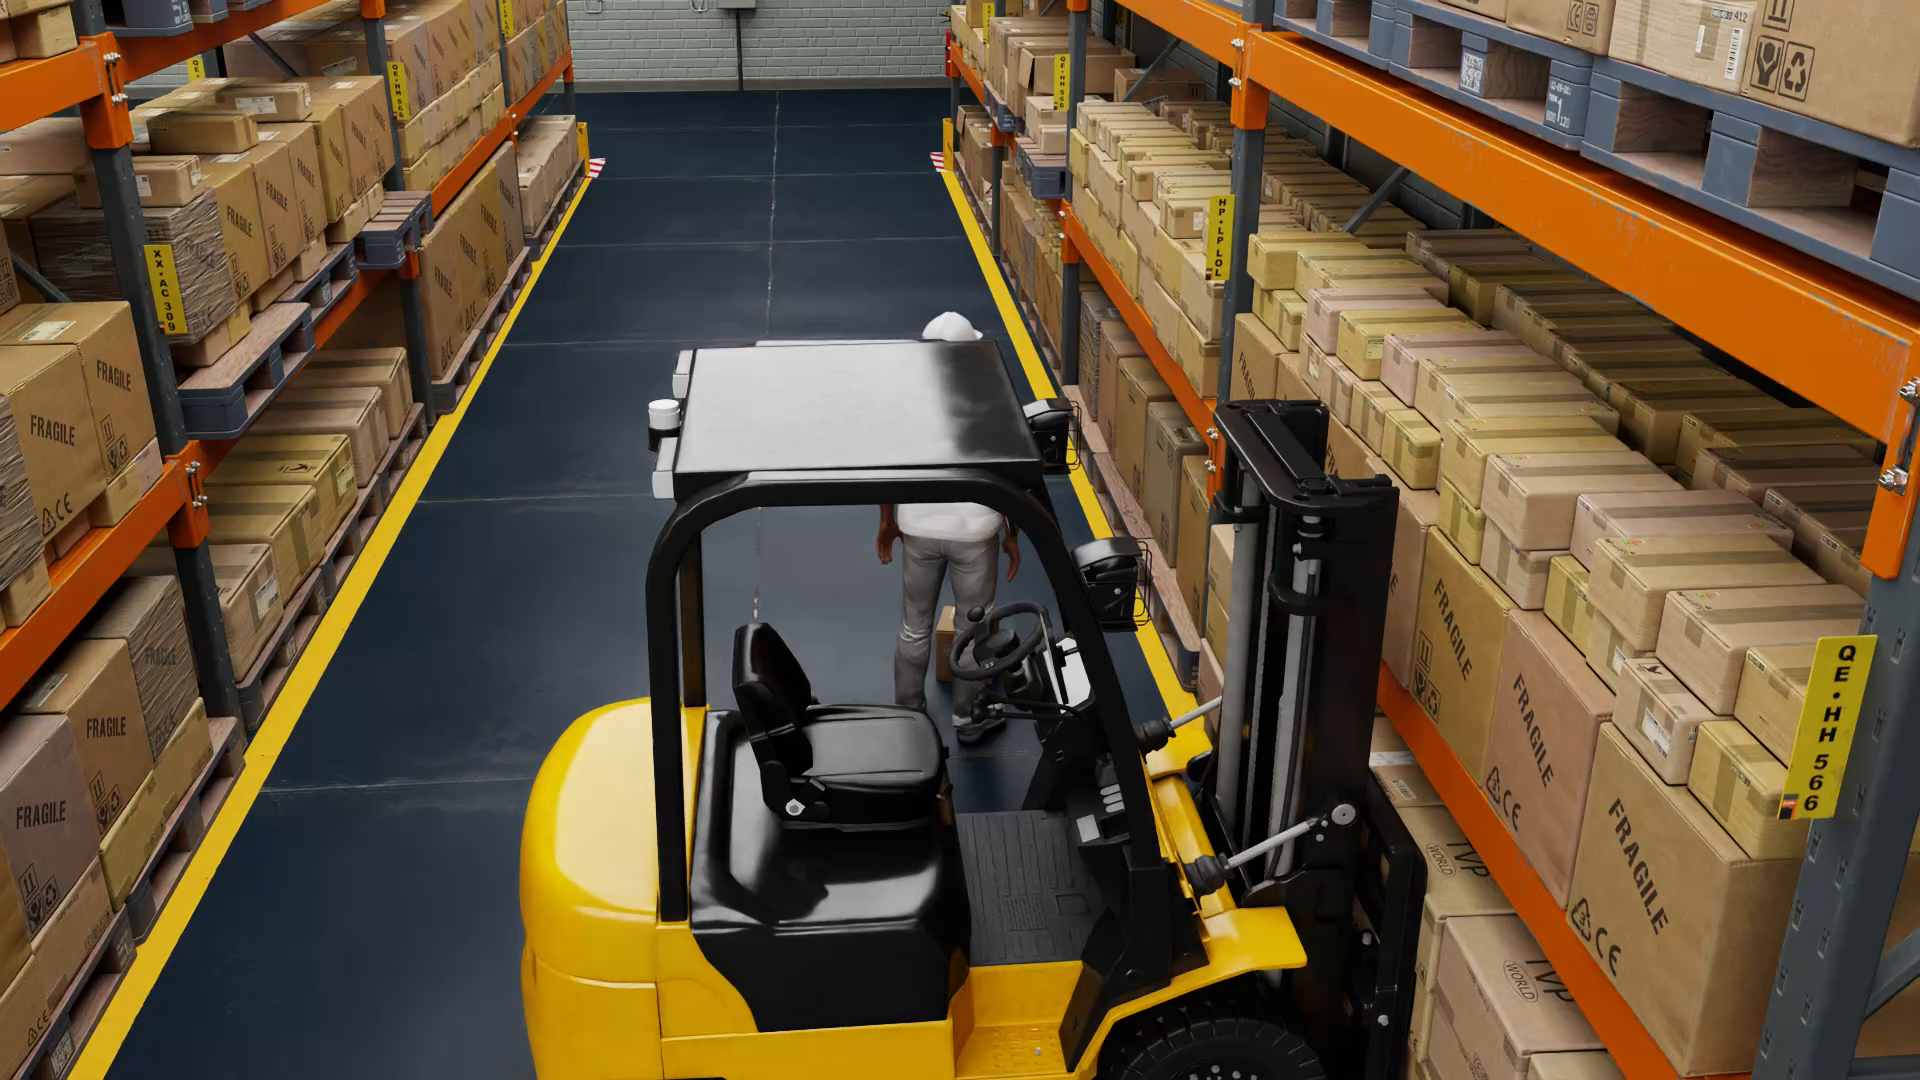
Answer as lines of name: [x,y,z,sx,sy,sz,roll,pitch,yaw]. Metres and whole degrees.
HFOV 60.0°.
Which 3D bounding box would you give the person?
person: [-0.043,-0.043,6.619,0.607,1.765,0.341,6,24,14]
